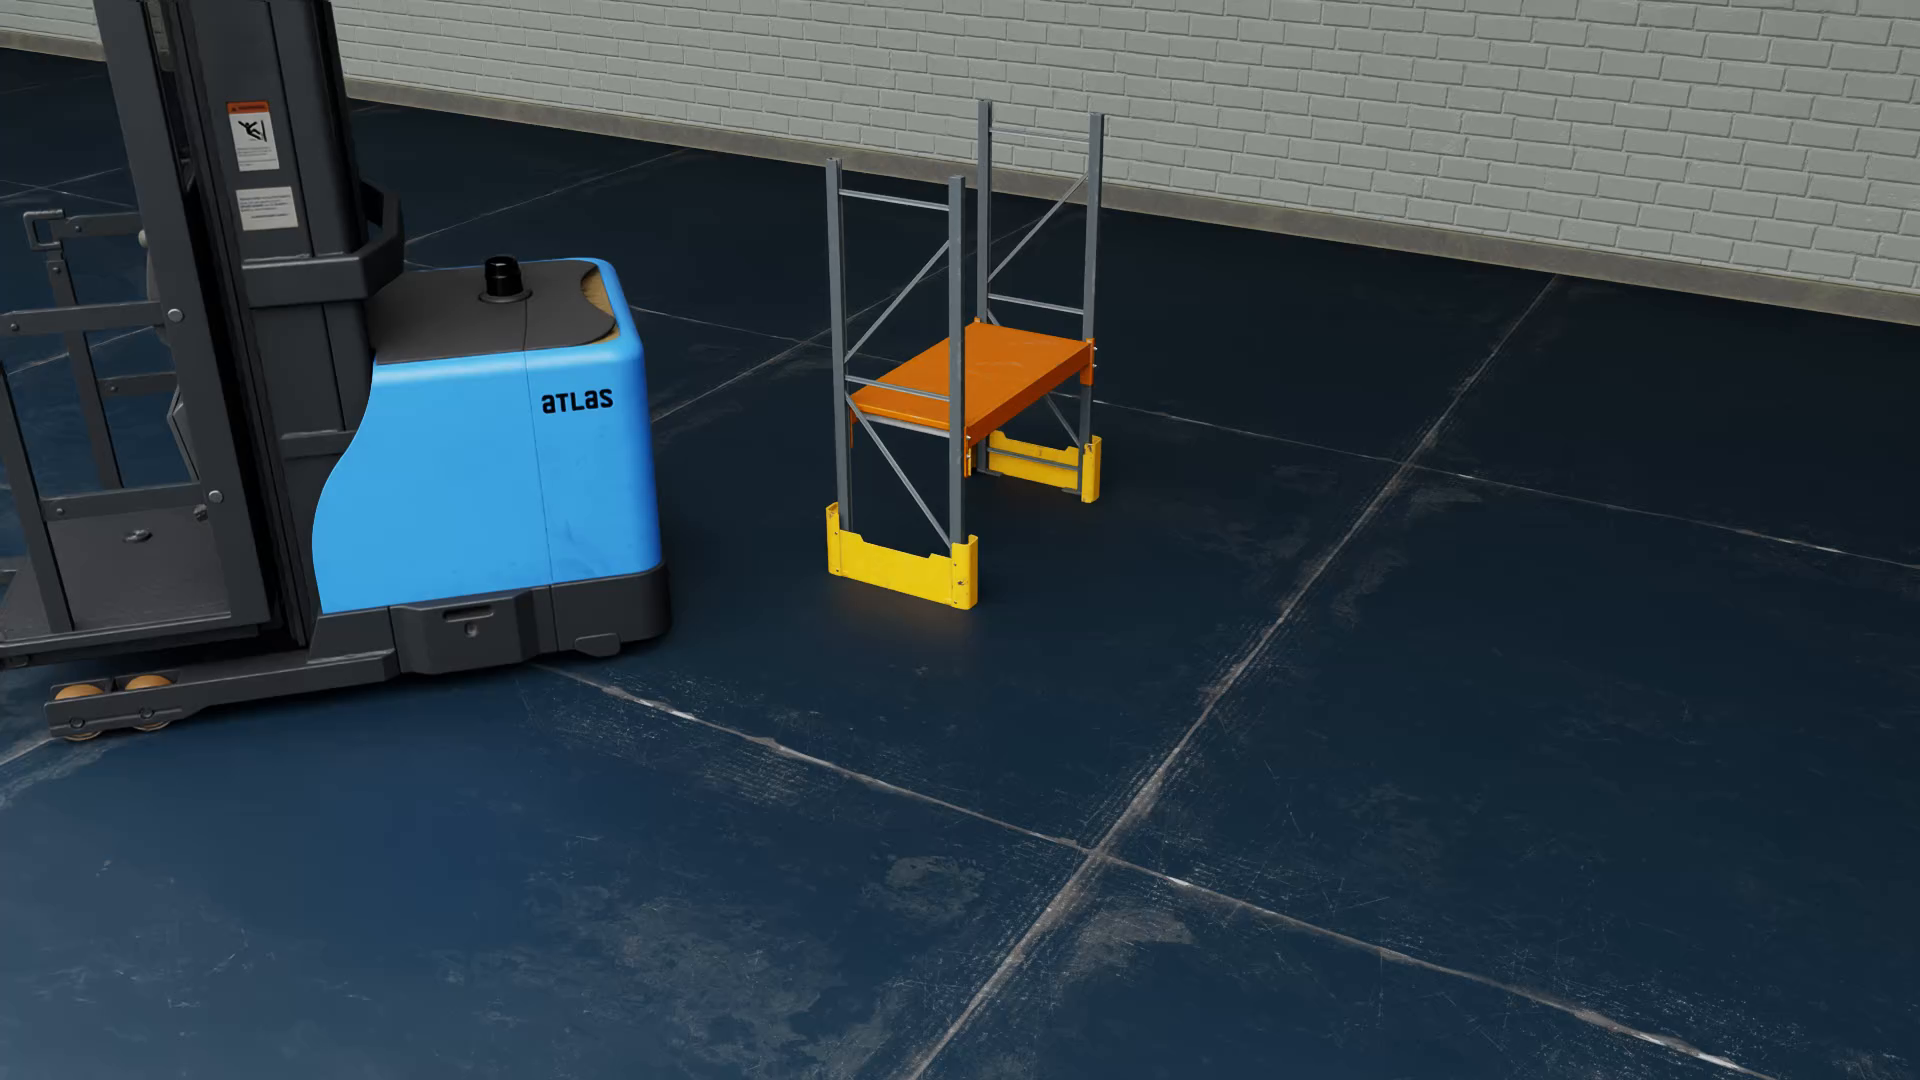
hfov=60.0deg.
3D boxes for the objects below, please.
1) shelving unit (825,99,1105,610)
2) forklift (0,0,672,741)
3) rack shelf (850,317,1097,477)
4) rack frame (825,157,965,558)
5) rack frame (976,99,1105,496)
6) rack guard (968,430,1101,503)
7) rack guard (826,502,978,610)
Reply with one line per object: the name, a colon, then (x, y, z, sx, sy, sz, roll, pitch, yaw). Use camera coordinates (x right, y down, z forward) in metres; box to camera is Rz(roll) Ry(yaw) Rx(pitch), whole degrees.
shelving unit: (0.038, -0.700, 5.974, 0.587, 1.500, 1.083, 14, 30, 26)
forklift: (-2.534, -0.967, 4.908, 3.031, 2.935, 1.130, -8, 28, -15)
rack shelf: (0.042, -0.543, 6.061, 0.538, 0.185, 1.000, 14, 30, 26)
rack frame: (-0.208, -0.506, 5.585, 0.500, 1.500, 0.032, 14, 30, 26)
rack frame: (0.292, -0.902, 6.376, 0.500, 1.500, 0.032, 14, 30, 26)
rack guard: (0.282, -0.336, 6.641, 0.587, 0.250, 0.087, 14, 30, 26)
rack guard: (-0.207, 0.053, 5.866, 0.587, 0.250, 0.087, 14, 30, 26)
